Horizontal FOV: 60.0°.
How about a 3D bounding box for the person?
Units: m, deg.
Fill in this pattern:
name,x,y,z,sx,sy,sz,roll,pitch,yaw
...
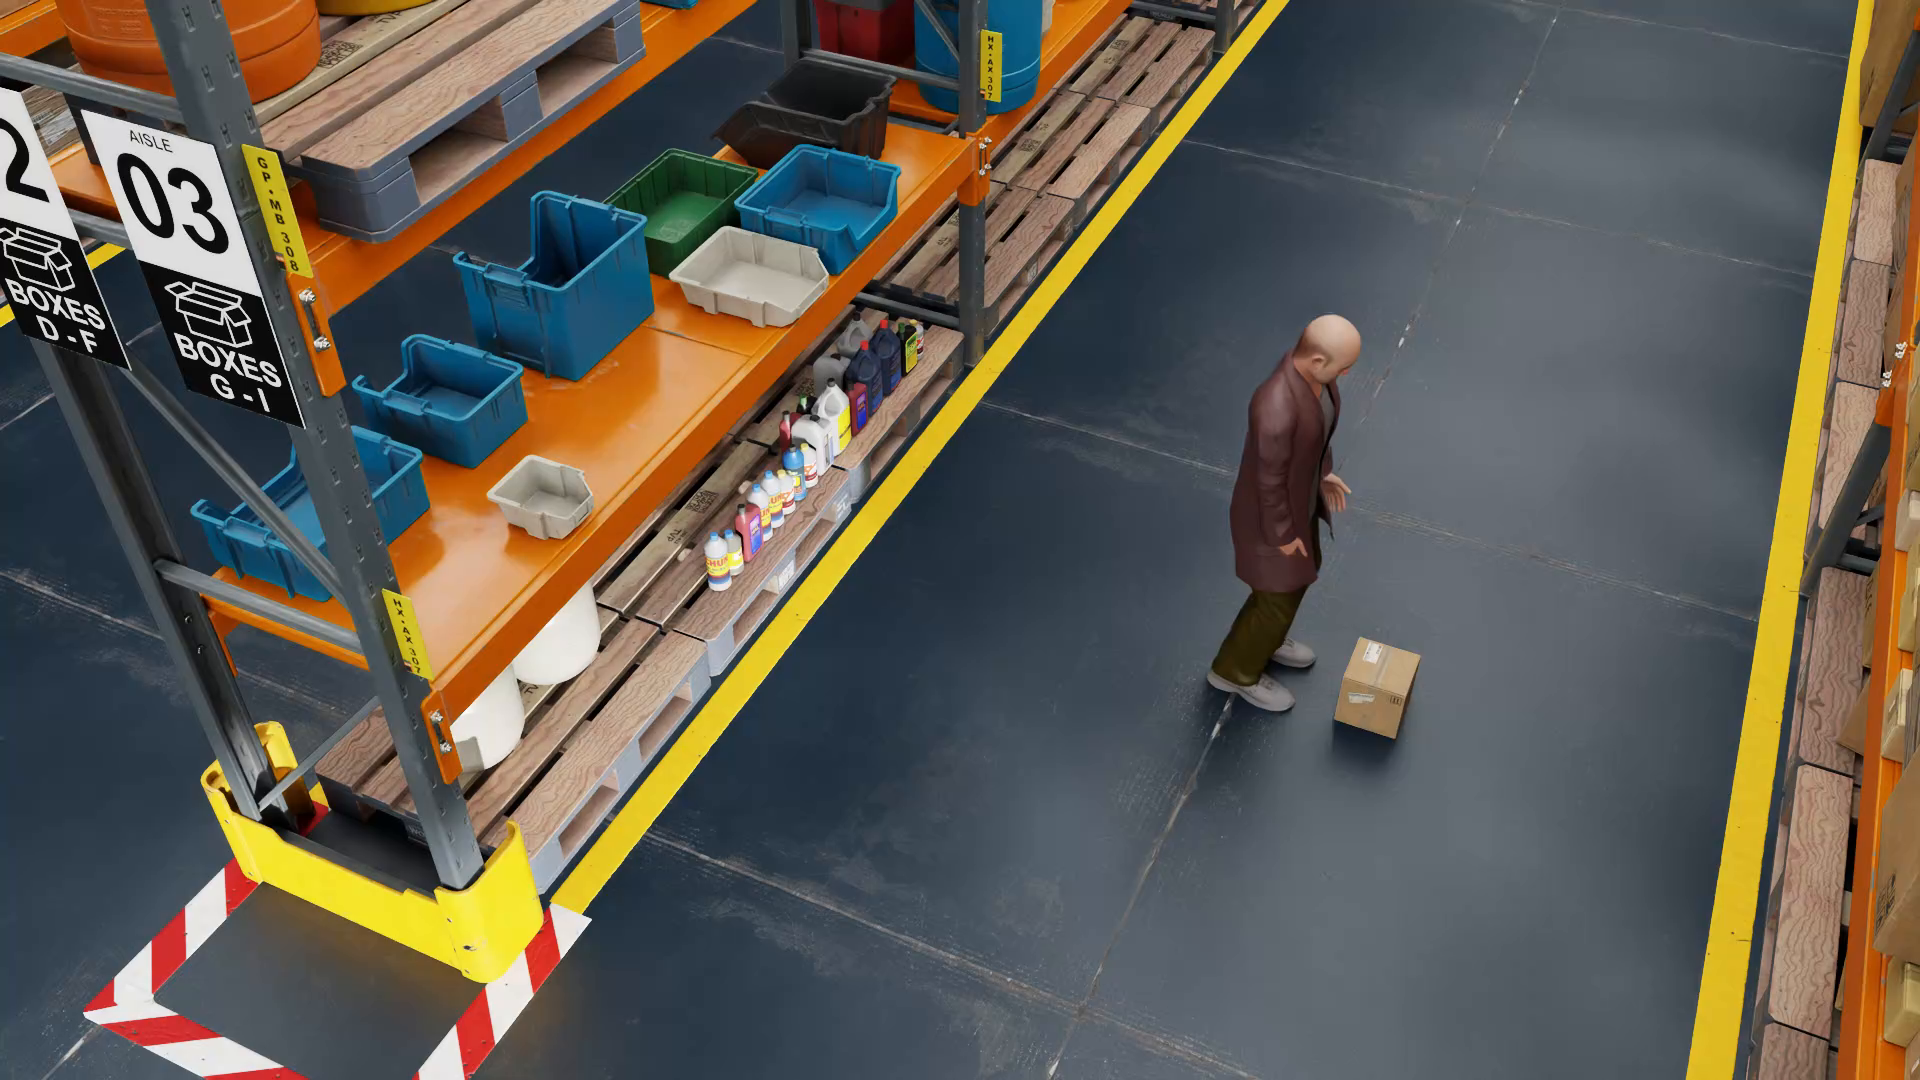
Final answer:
name,x,y,z,sx,sy,sz,roll,pitch,yaw
person,1.251,-0.123,6.338,0.396,1.752,0.579,19,45,20
